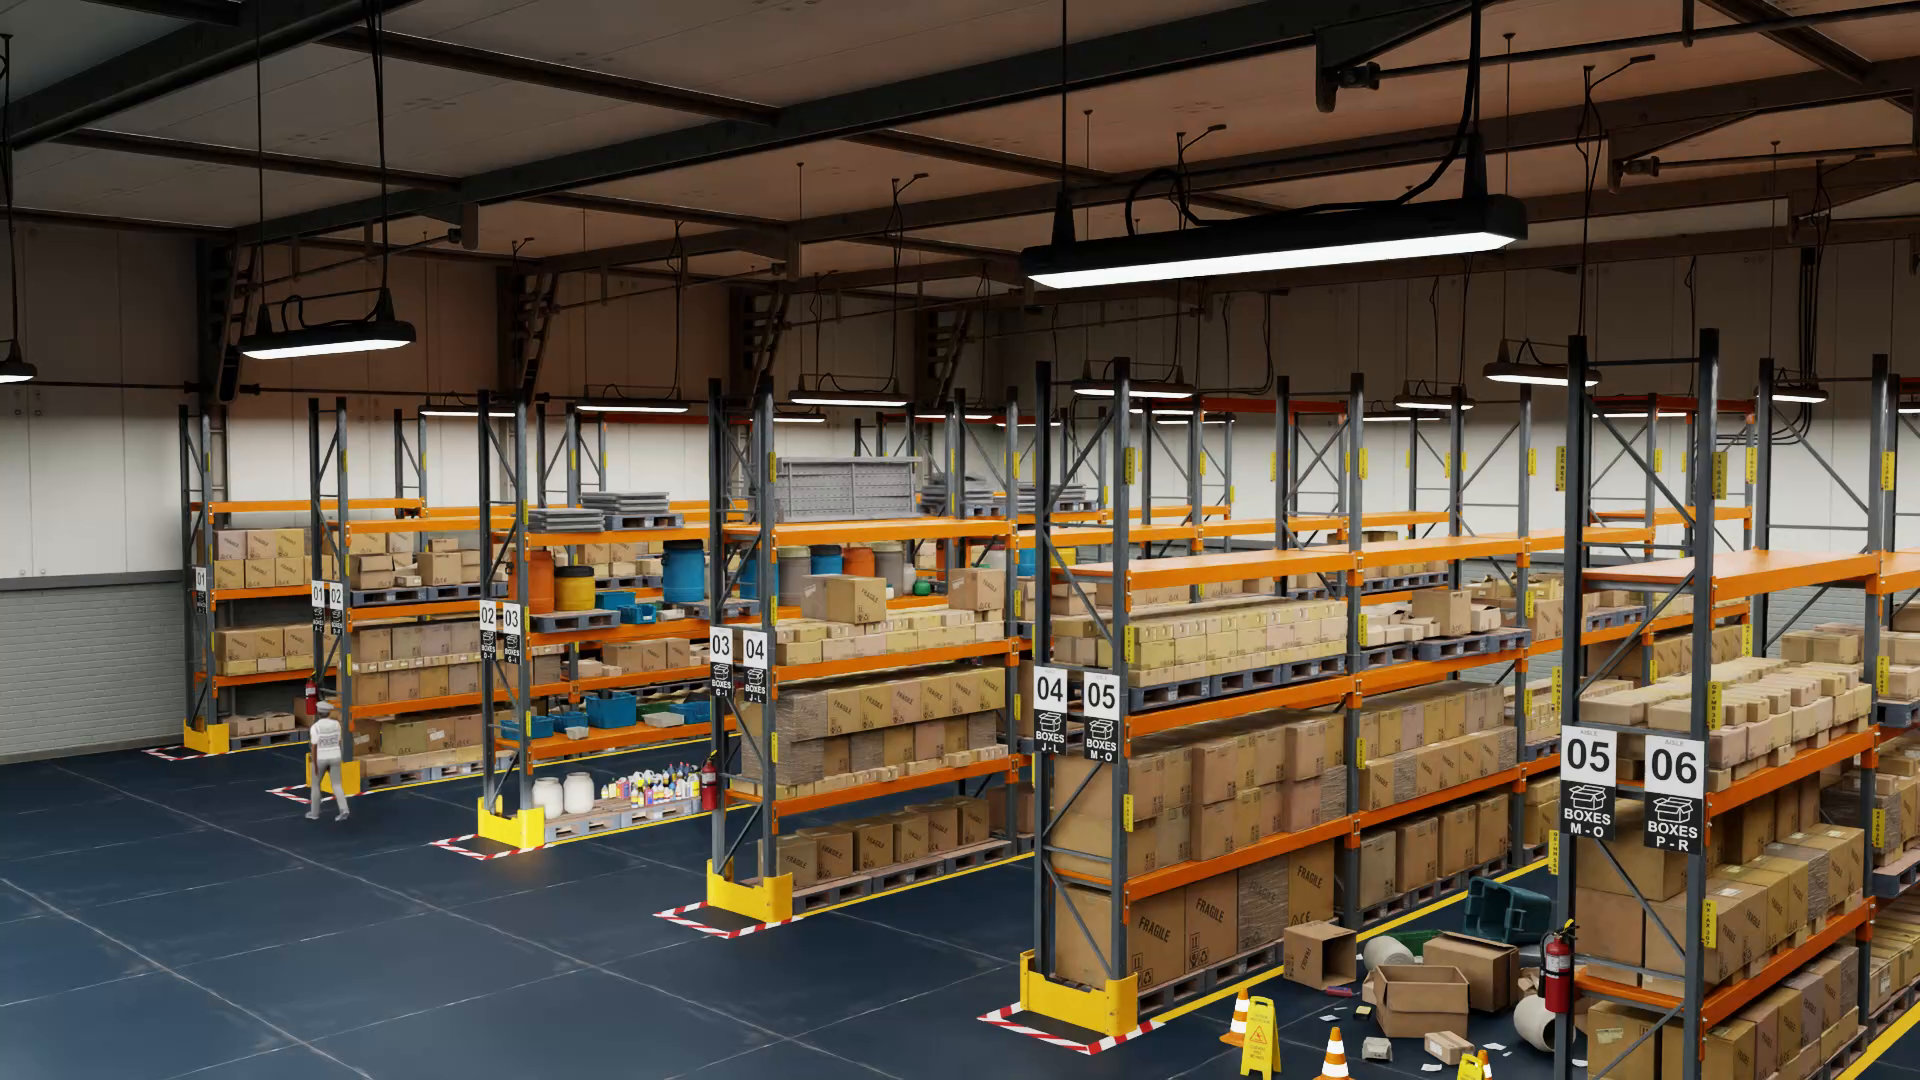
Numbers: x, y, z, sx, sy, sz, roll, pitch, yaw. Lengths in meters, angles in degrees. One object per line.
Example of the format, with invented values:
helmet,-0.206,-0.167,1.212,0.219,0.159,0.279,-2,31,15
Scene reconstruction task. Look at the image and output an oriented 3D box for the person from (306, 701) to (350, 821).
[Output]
person,-8.871,3.100,23.292,0.424,1.654,0.777,-2,4,-38
